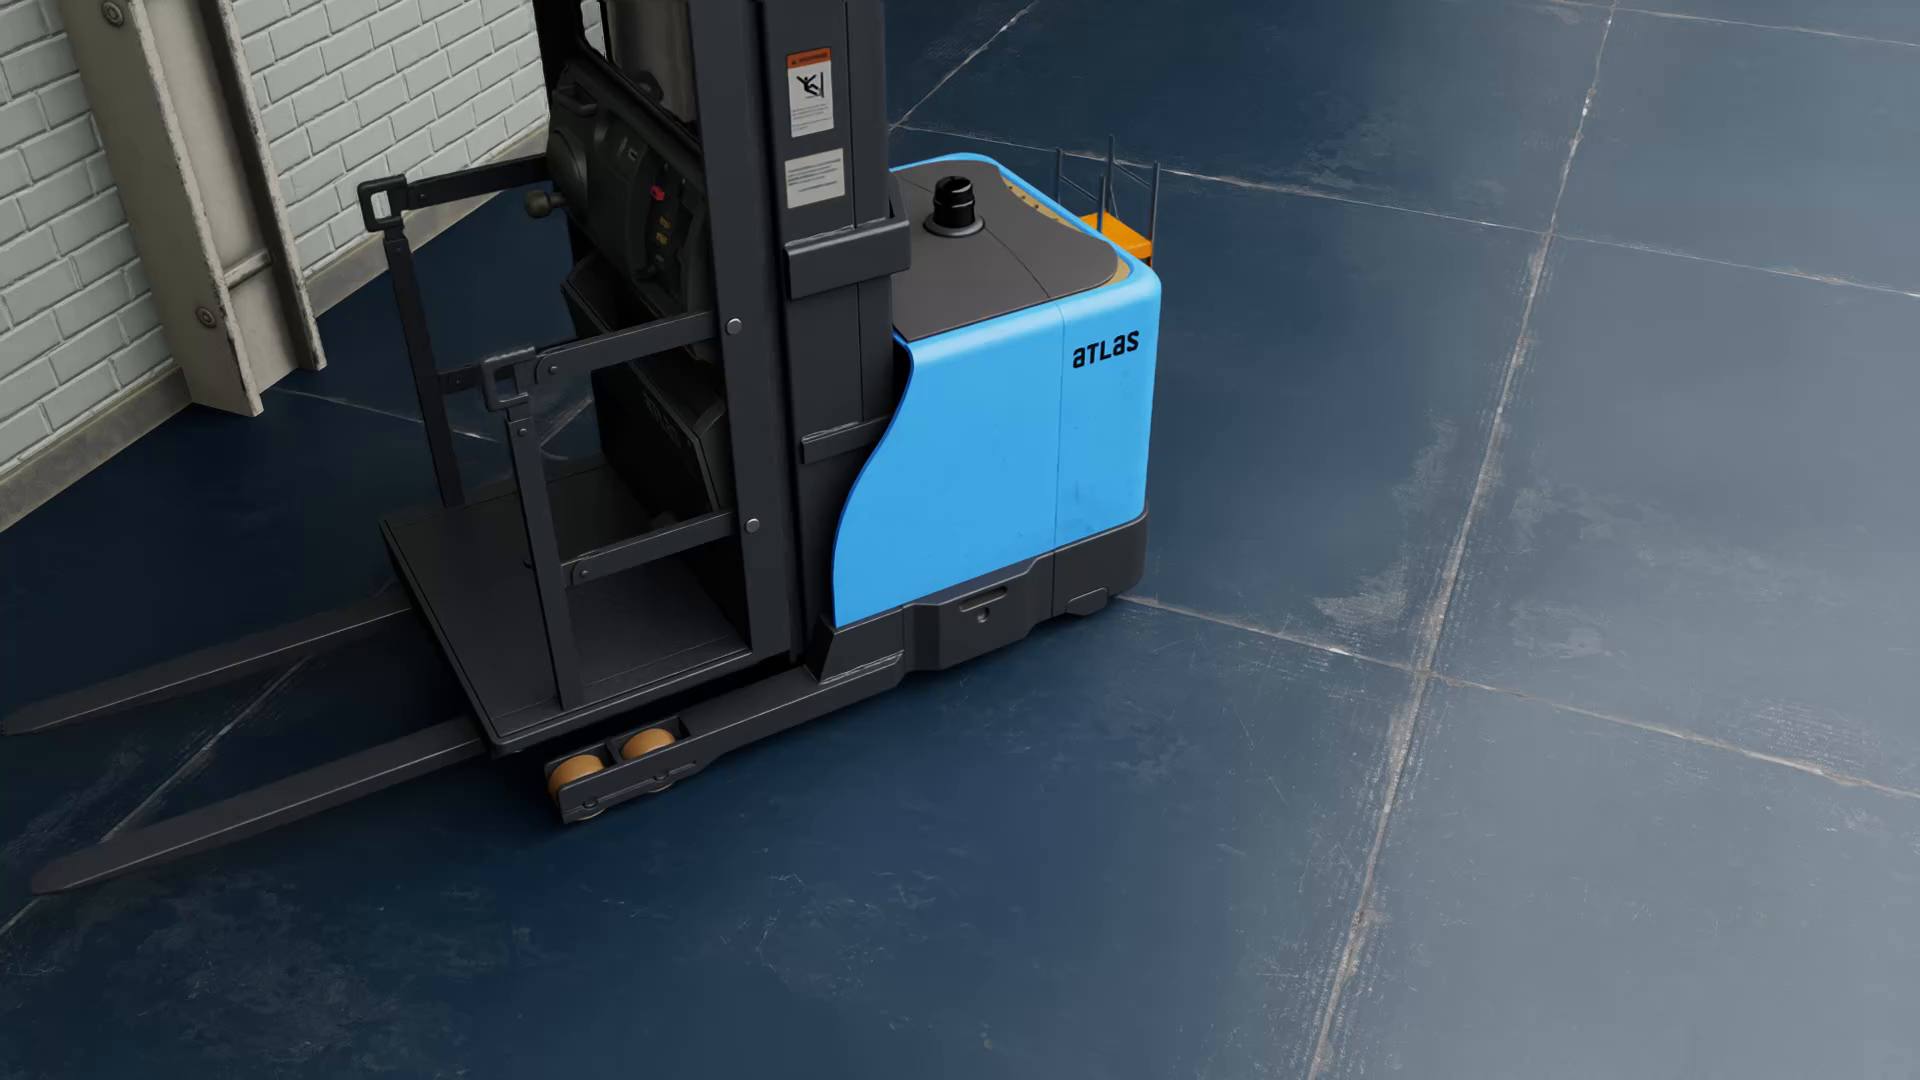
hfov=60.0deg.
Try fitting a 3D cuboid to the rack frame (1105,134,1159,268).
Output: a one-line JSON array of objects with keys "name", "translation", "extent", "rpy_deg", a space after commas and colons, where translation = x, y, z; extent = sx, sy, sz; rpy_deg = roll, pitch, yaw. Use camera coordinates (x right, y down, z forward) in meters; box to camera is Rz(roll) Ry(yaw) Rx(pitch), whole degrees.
[{"name": "rack frame", "translation": [0.496, -0.634, 5.096], "extent": [0.006, 1.200, 0.240], "rpy_deg": [-19, 41, -24]}]

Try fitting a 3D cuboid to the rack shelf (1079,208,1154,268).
[{"name": "rack shelf", "translation": [0.417, -0.859, 4.870], "extent": [0.180, 0.103, 0.258], "rpy_deg": [-19, 41, -24]}]

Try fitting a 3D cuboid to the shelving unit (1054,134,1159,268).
[{"name": "shelving unit", "translation": [0.417, -0.606, 5.059], "extent": [0.189, 1.200, 0.258], "rpy_deg": [-19, 41, -24]}]

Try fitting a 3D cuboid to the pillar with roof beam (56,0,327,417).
[{"name": "pillar with roof beam", "translation": [1.440, -3.198, 2.012], "extent": [9.100, 9.000, 0.400], "rpy_deg": [14, 39, 18]}]

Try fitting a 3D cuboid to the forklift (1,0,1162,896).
[{"name": "forklift", "translation": [-0.979, -0.816, 3.894], "extent": [3.031, 2.935, 1.130], "rpy_deg": [-19, 41, -24]}]

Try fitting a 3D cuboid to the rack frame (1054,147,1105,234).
[{"name": "rack frame", "translation": [0.338, -0.578, 5.021], "extent": [0.006, 1.200, 0.240], "rpy_deg": [-19, 41, -24]}]
